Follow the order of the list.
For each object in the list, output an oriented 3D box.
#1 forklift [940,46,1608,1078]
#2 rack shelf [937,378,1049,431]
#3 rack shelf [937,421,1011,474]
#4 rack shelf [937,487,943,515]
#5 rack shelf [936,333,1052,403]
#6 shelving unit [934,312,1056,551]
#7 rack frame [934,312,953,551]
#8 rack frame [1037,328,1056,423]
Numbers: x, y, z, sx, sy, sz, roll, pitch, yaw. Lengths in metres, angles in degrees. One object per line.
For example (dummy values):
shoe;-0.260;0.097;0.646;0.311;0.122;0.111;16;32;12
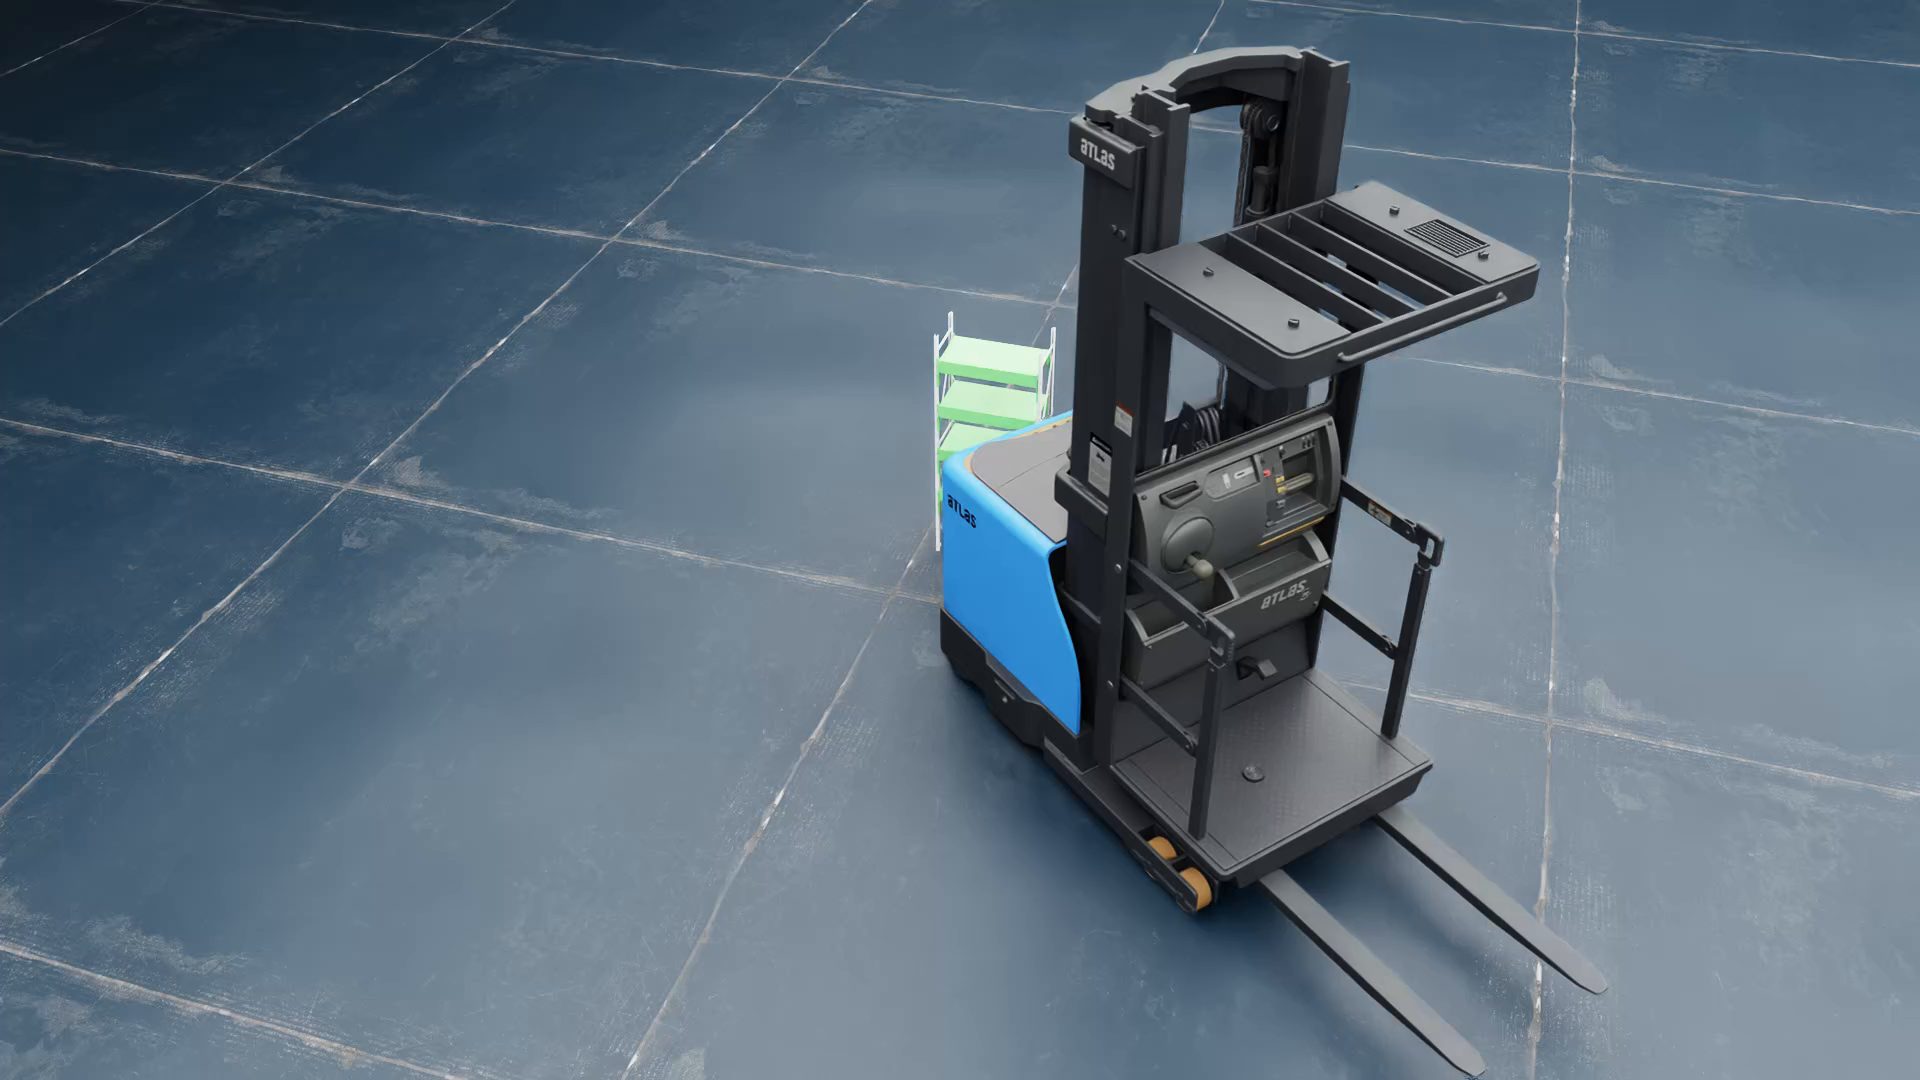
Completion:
forklift;1.141;-0.090;5.900;1.130;2.935;3.031;-21;41;-26
rack shelf;0.158;-0.596;7.750;0.480;0.148;0.258;10;38;14
rack shelf;0.158;-0.402;7.892;0.480;0.148;0.258;10;38;14
rack shelf;0.158;-0.209;8.035;0.480;0.148;0.258;10;38;14
rack shelf;0.158;-0.789;7.608;0.480;0.148;0.258;10;38;14
shelving unit;0.158;-0.454;7.855;0.503;1.200;0.258;10;38;14
rack frame;-0.075;-0.497;7.913;0.015;1.200;0.240;10;38;14
rack frame;0.391;-0.411;7.796;0.015;1.200;0.240;10;38;14
